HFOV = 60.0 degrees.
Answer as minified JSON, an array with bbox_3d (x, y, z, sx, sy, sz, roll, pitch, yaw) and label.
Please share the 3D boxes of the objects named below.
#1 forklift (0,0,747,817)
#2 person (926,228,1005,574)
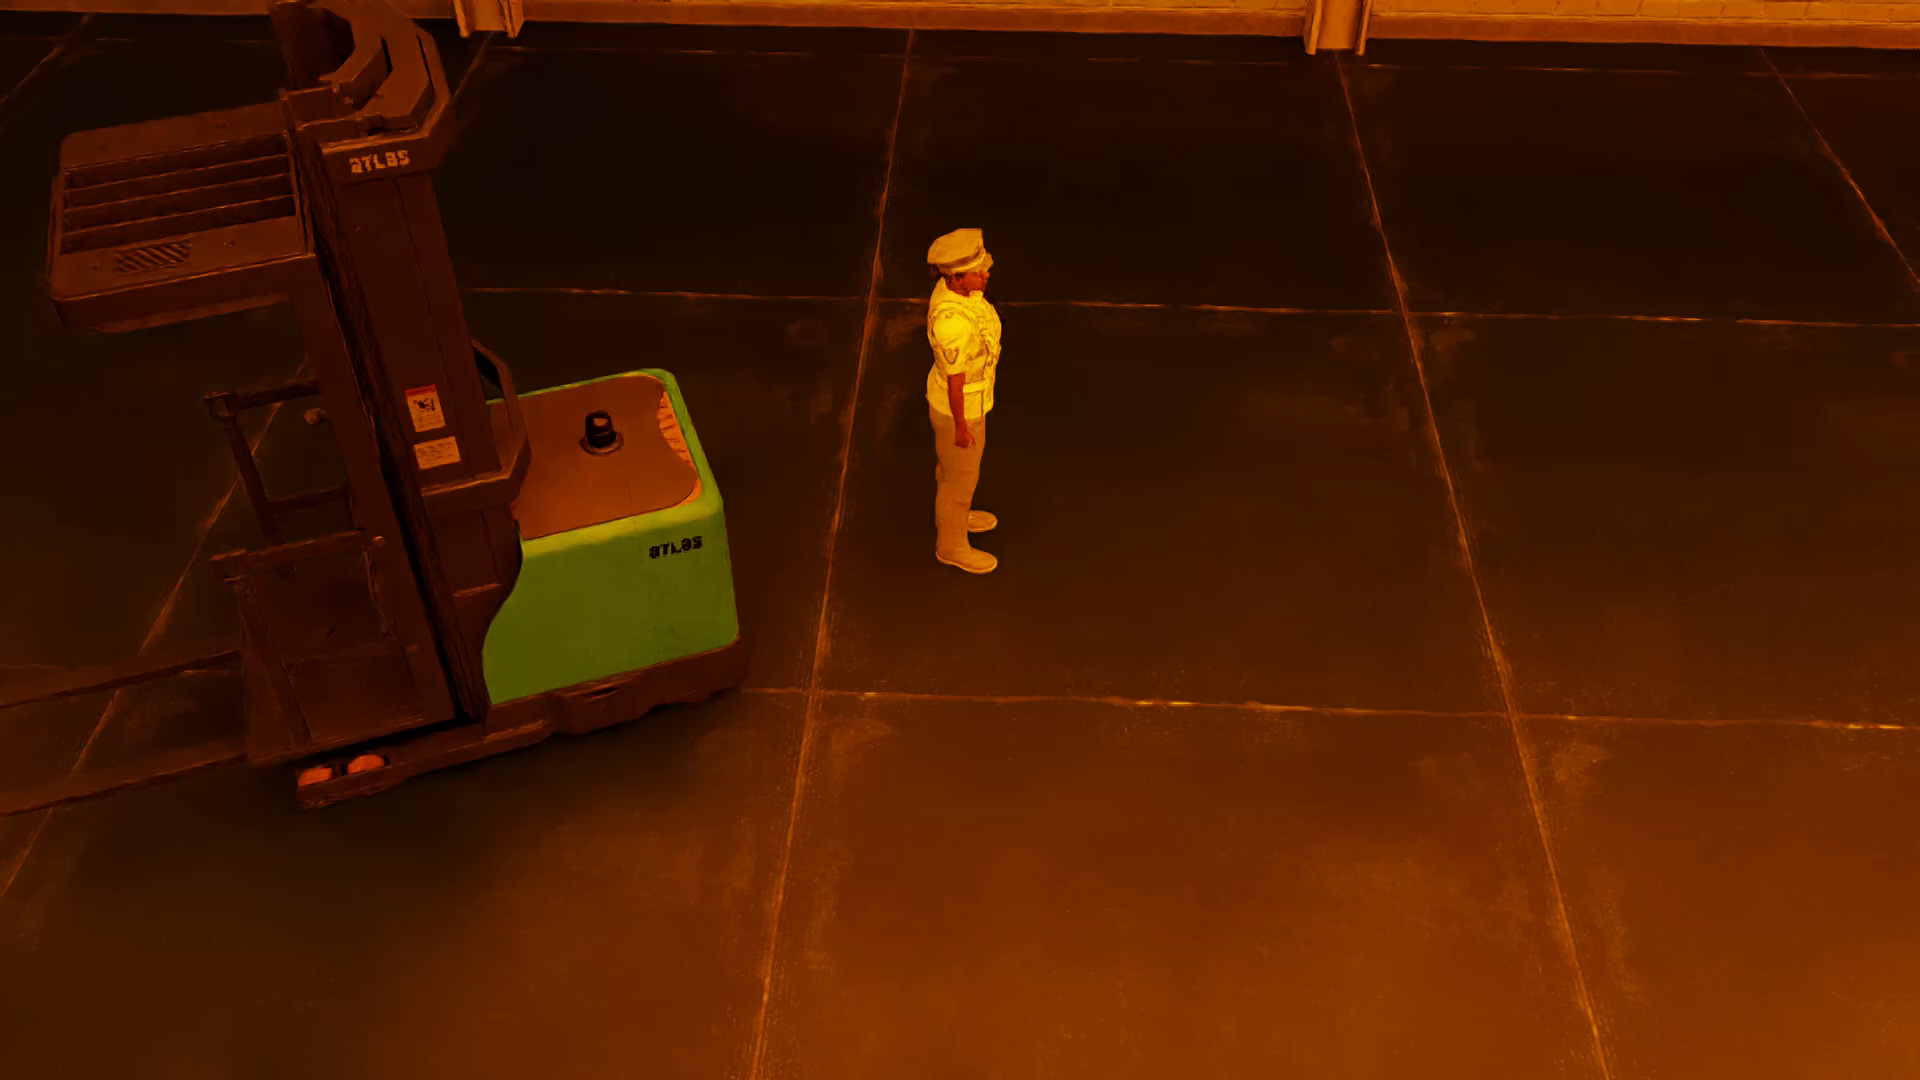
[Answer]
[{"bbox_3d":[-2.494,-0.406,6.187,3.031,2.935,1.130,-14,44,-15],"label":"forklift"},{"bbox_3d":[0.020,-0.618,7.342,0.338,1.692,0.446,2,42,2],"label":"person"}]
